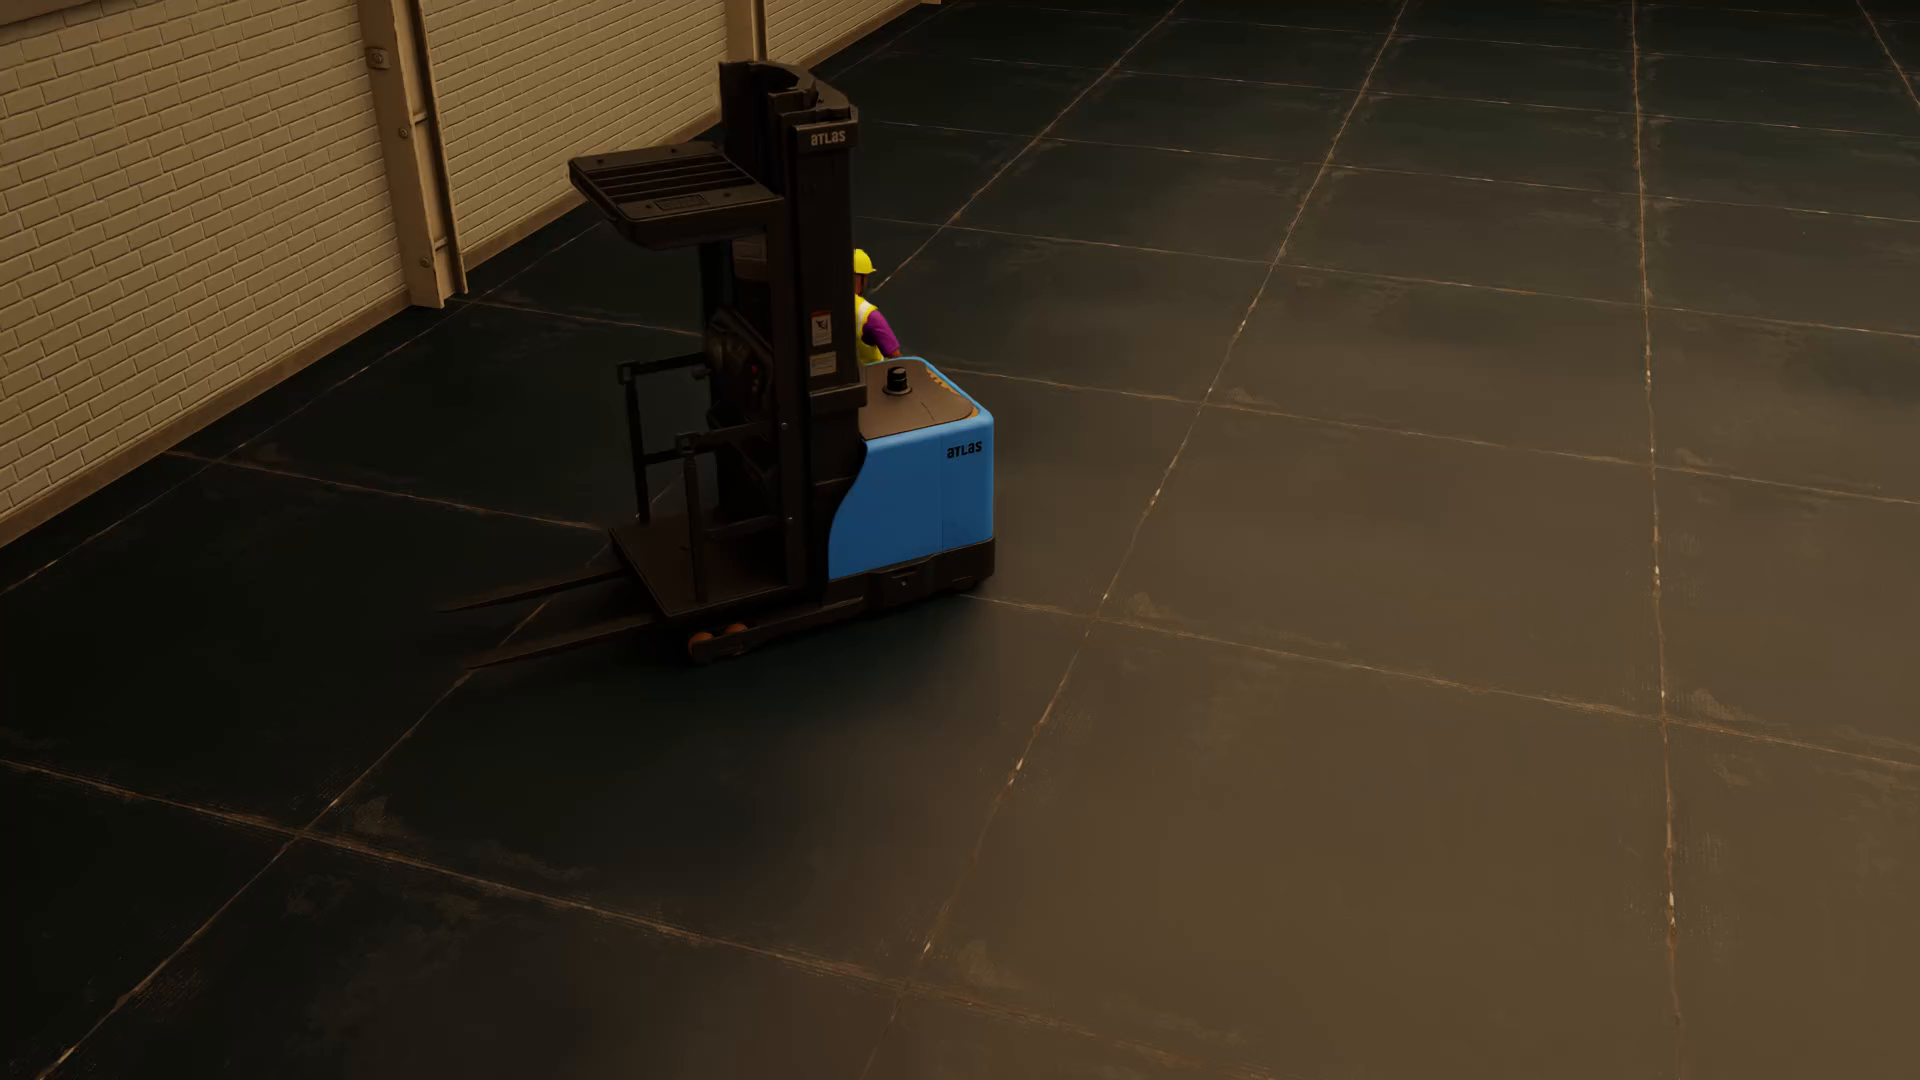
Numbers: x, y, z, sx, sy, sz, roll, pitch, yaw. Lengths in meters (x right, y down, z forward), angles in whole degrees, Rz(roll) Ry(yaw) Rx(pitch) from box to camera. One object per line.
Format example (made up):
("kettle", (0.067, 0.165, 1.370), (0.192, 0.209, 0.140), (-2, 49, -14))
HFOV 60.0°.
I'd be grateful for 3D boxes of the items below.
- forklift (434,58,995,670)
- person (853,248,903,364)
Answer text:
("forklift", (-1.350, -0.908, 8.729), (3.031, 2.935, 1.130), (-14, 33, -23))
("person", (-0.630, -1.053, 10.379), (1.010, 1.640, 0.852), (21, 36, 32))
